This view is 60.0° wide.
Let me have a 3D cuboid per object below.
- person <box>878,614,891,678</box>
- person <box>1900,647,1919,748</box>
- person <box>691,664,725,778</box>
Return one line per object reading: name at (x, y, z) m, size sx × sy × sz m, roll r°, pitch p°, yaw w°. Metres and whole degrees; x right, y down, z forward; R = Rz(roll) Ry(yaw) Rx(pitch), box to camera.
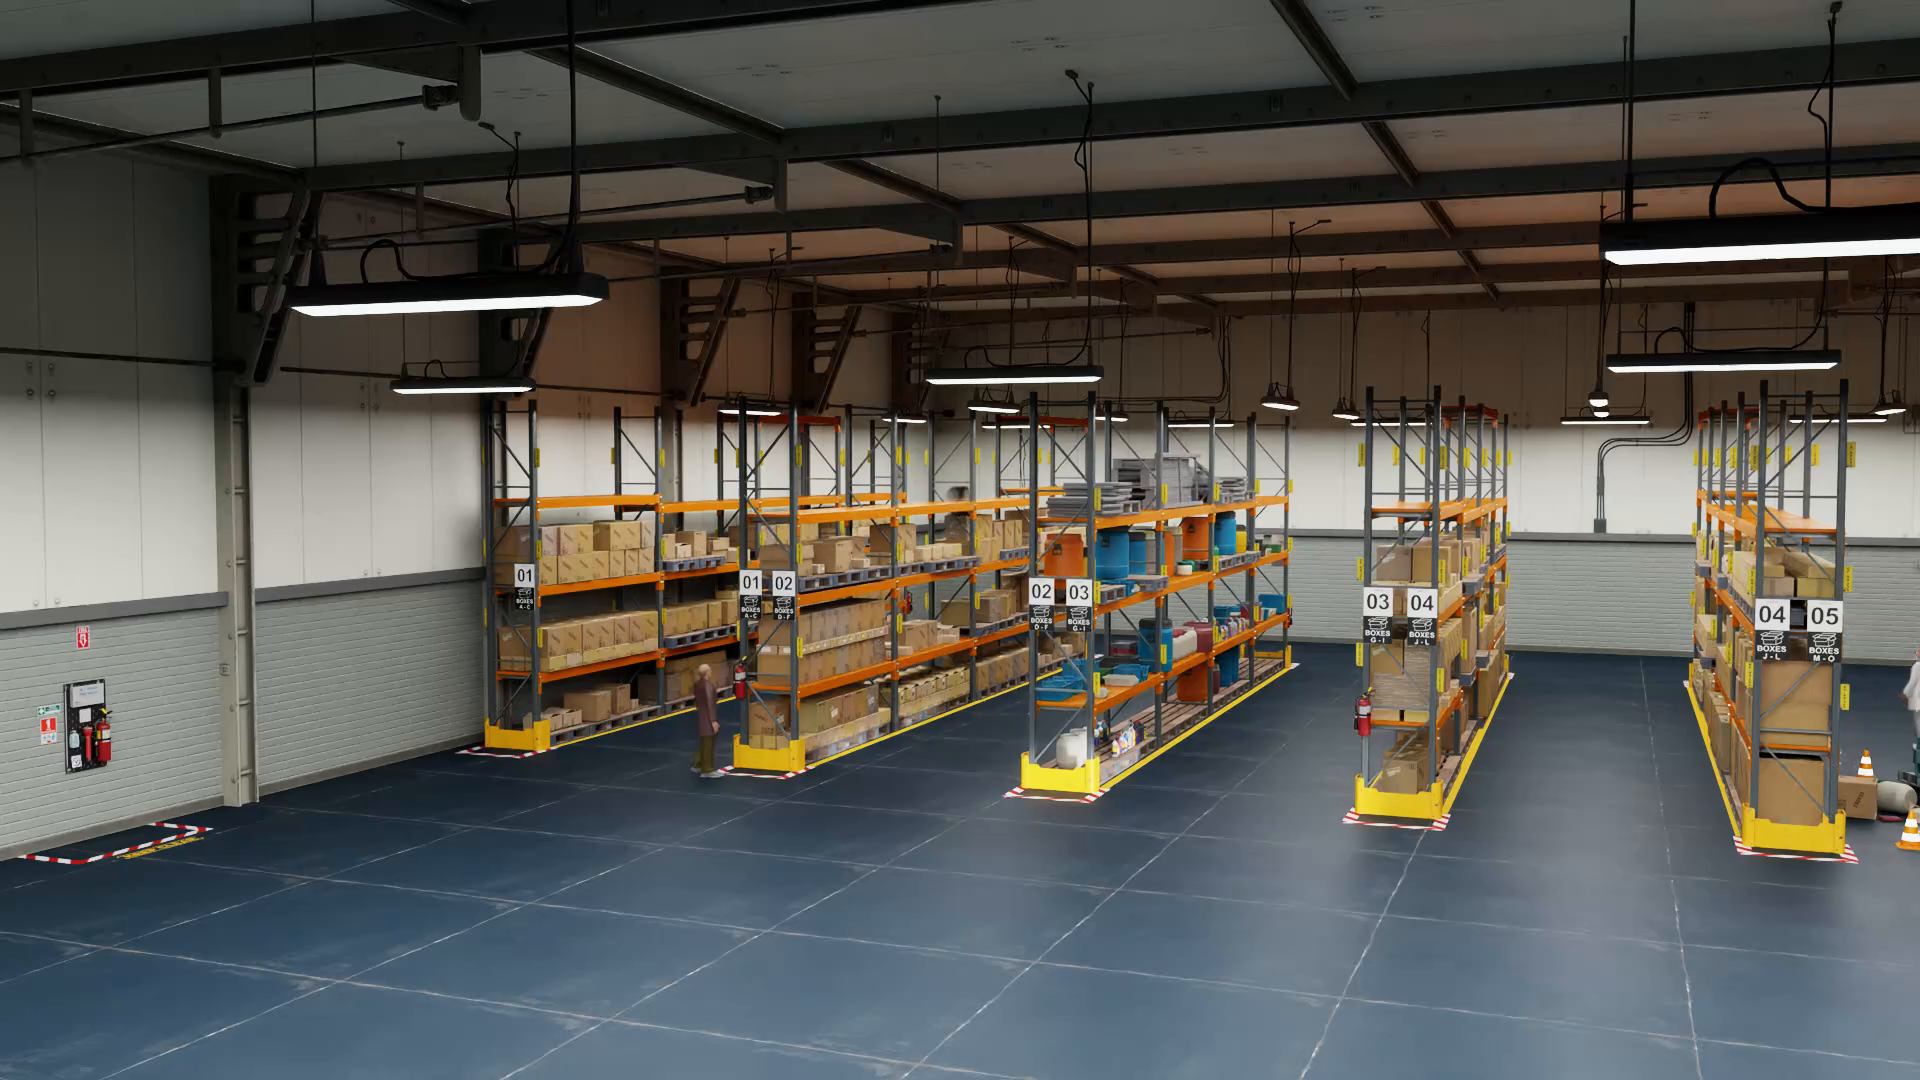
person at (-1.527, 2.434, 35.975) m, size 0.649 × 1.623 × 0.982 m, roll 1°, pitch 3°, yaw 22°
person at (16.472, 2.711, 28.437) m, size 0.641 × 1.822 × 0.580 m, roll 0°, pitch 3°, yaw 10°
person at (-3.963, 2.850, 26.094) m, size 0.482 × 1.827 × 0.651 m, roll -1°, pitch 3°, yaw -18°
